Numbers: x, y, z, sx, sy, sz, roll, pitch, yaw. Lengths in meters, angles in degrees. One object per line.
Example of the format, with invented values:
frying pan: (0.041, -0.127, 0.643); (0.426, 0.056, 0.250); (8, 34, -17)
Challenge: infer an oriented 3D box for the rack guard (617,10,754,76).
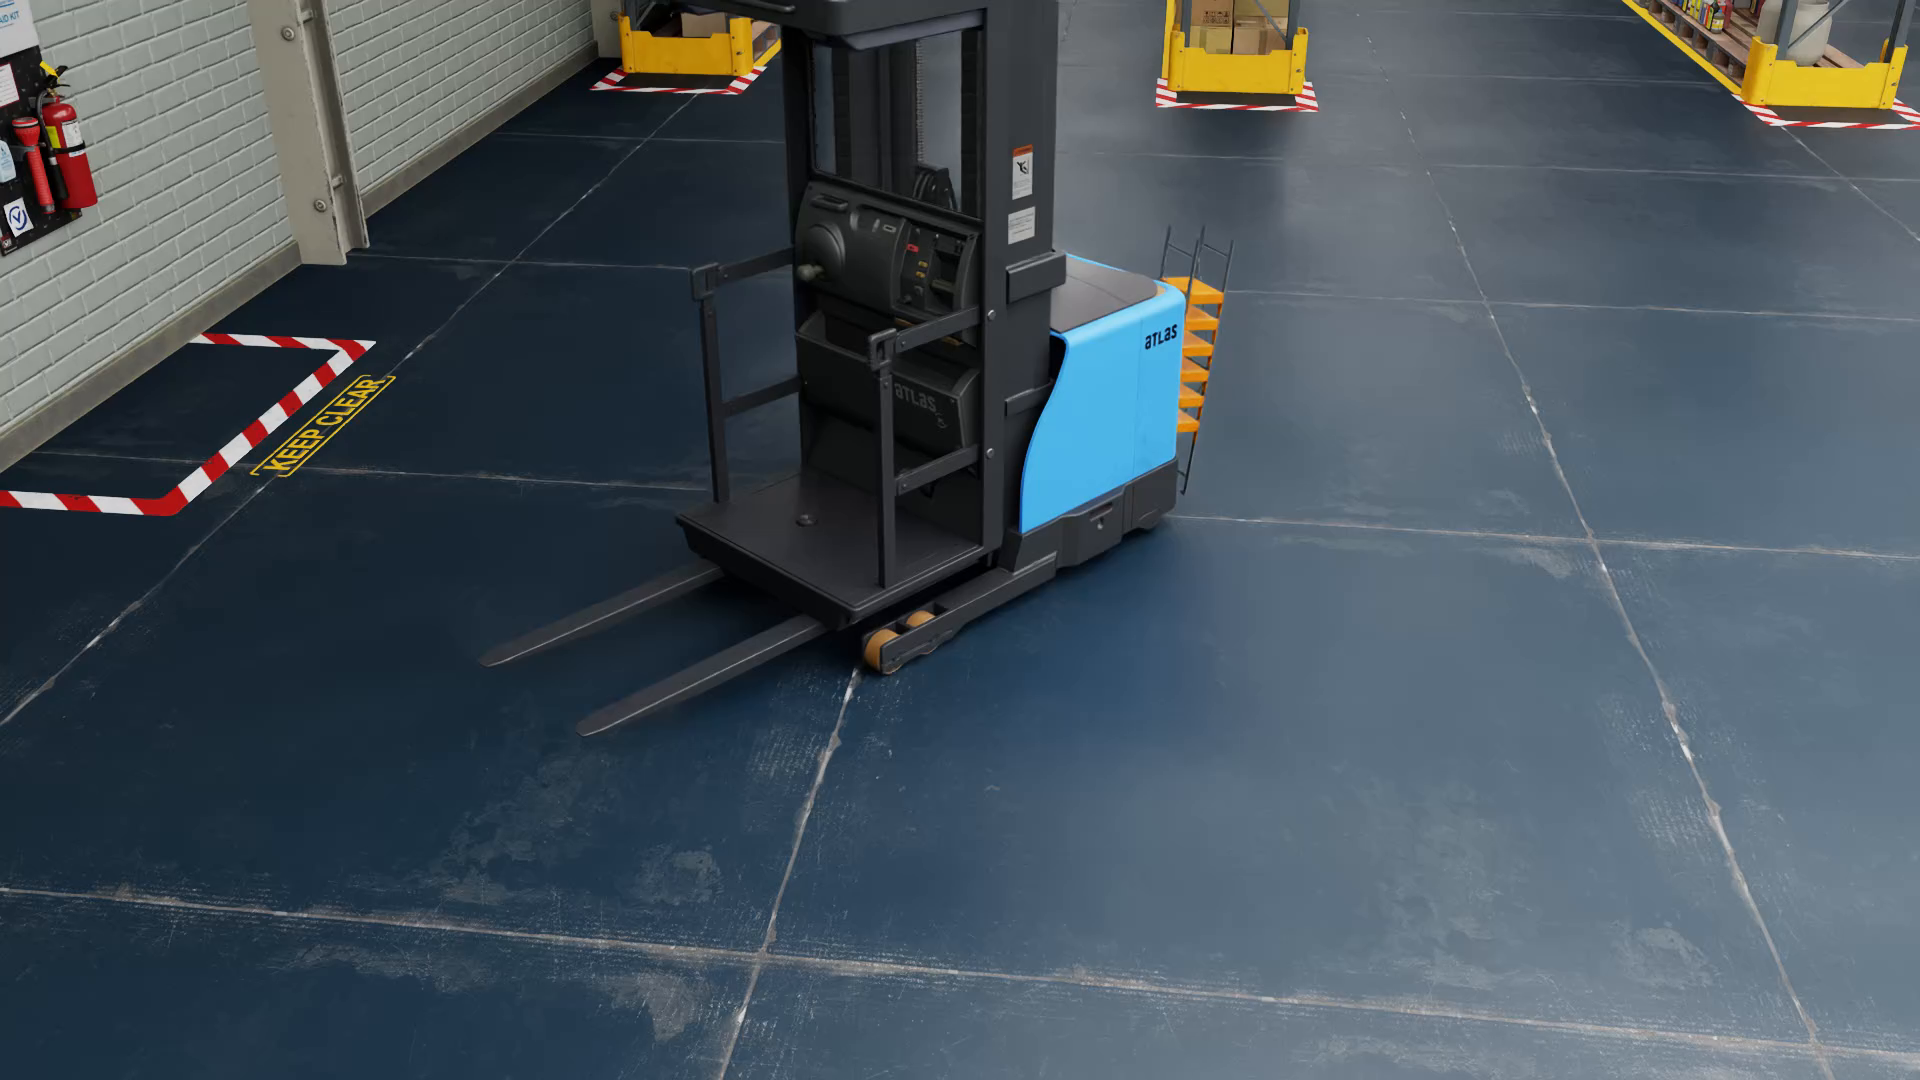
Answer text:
rack guard: (-2.491, -4.531, 15.133); (1.175, 0.500, 0.348); (3, 28, 6)

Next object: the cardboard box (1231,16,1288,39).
cardboard box: (2.760, -4.759, 15.377); (0.500, 0.250, 0.500); (3, 28, 6)

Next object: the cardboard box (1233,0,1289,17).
cardboard box: (2.762, -5.089, 15.199); (0.500, 0.500, 0.500); (3, 28, 6)

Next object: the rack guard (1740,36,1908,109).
rack guard: (7.294, -3.958, 14.070); (1.175, 0.500, 0.348); (3, 28, 6)

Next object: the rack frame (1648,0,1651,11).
rack frame: (7.822, -6.903, 16.900); (1.000, 3.000, 0.127); (3, 28, 6)

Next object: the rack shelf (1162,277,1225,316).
rack shelf: (1.009, -1.075, 7.303); (0.180, 0.103, 0.258); (-6, 28, -27)

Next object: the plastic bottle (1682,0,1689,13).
plastic bottle: (7.226, -5.381, 16.475); (0.061, 0.283, 0.133); (5, 29, 8)

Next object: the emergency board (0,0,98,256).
emergency board: (-4.349, -1.990, 7.781); (0.194, 1.169, 0.643); (3, 28, 6)

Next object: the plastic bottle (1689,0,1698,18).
plastic bottle: (7.236, -5.285, 16.227); (0.144, 0.351, 0.185); (3, 28, 6)

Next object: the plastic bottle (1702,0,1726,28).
plastic bottle: (7.180, -5.022, 15.816); (0.152, 0.276, 0.135); (4, 29, 7)

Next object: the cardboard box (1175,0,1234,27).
cardboard box: (2.187, -4.884, 14.818); (0.500, 0.500, 0.500); (3, 28, 6)

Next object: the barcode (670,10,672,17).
barcode: (-2.721, -4.962, 15.659); (0.001, 0.075, 0.075); (3, 28, 6)

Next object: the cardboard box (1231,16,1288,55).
cardboard box: (2.703, -4.523, 14.940); (0.500, 0.250, 0.500); (3, 28, 6)

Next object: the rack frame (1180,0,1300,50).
rack frame: (2.416, -5.310, 13.943); (1.000, 3.000, 0.127); (3, 28, 6)

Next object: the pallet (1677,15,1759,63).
pallet: (7.551, -4.786, 15.910); (1.003, 0.211, 1.213); (3, 28, 6)

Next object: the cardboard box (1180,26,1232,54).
cardboard box: (2.189, -4.554, 14.996); (0.500, 0.250, 0.500); (3, 28, 6)

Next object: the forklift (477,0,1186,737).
forklift: (-0.435, -1.058, 6.124); (1.130, 2.935, 3.031); (25, 37, 38)

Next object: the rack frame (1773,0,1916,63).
rack frame: (7.332, -5.020, 13.405); (1.000, 3.000, 0.127); (3, 28, 6)

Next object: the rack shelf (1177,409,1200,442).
rack shelf: (0.938, -0.534, 7.554); (0.180, 0.103, 0.258); (-6, 28, -27)

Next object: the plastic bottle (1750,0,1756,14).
plastic bottle: (7.861, -5.332, 16.385); (0.061, 0.283, 0.133); (3, 28, 6)

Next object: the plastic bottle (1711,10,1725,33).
plastic bottle: (7.122, -4.872, 15.617); (0.097, 0.201, 0.097); (0, 28, 0)

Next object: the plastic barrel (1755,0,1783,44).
plastic barrel: (7.398, -4.660, 14.917); (0.421, 0.512, 0.421); (0, 28, 0)

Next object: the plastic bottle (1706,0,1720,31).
plastic bottle: (7.118, -4.964, 15.701); (0.061, 0.283, 0.133); (4, 29, 7)

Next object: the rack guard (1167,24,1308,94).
rack guard: (2.413, -4.198, 14.515); (1.175, 0.500, 0.348); (3, 28, 6)

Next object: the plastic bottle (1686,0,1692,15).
plastic bottle: (7.230, -5.288, 16.389); (0.097, 0.201, 0.097); (0, 28, 0)

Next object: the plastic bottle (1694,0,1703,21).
plastic bottle: (7.213, -5.198, 16.065); (0.144, 0.351, 0.185); (5, 29, 8)

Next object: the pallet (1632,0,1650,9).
pallet: (7.880, -6.047, 18.252); (1.003, 0.211, 1.213); (3, 28, 6)

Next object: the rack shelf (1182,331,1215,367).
rack shelf: (0.981, -0.858, 7.403); (0.180, 0.103, 0.258); (-6, 28, -27)

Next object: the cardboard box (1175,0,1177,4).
cardboard box: (2.295, -5.355, 15.694); (0.500, 0.500, 0.500); (3, 28, 6)

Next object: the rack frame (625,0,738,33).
rack frame: (-2.501, -5.596, 14.474); (1.000, 3.000, 0.127); (3, 28, 6)

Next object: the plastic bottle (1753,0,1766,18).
plastic bottle: (7.836, -5.268, 16.266); (0.061, 0.283, 0.133); (3, 28, 6)

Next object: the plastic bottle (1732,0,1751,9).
plastic bottle: (7.855, -5.484, 16.674); (0.152, 0.276, 0.135); (3, 28, 6)

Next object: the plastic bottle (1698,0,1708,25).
plastic bottle: (7.197, -5.087, 15.937); (0.152, 0.276, 0.135); (3, 28, 5)

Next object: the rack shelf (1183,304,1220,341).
rack shelf: (0.995, -0.966, 7.353); (0.180, 0.103, 0.258); (-6, 28, -27)

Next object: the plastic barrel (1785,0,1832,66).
plastic barrel: (7.337, -4.424, 14.479); (0.421, 0.512, 0.421); (0, 28, 0)

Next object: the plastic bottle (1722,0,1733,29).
plastic bottle: (7.285, -5.019, 15.803); (0.061, 0.283, 0.133); (3, 28, 6)

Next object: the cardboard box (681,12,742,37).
cardboard box: (-2.327, -4.926, 15.602); (0.500, 0.311, 0.500); (0, 28, 0)

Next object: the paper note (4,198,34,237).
paper note: (-4.439, -1.523, 7.843); (0.016, 0.148, 0.142); (3, 28, 6)

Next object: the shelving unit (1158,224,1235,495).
shelving unit: (0.972, -0.790, 7.435); (0.189, 1.200, 0.258); (-6, 28, -27)

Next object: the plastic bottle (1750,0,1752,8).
plastic bottle: (8.005, -5.520, 16.663); (0.144, 0.351, 0.185); (2, 28, 4)

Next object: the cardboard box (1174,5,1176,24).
cardboard box: (2.238, -4.790, 15.434); (0.500, 0.250, 0.500); (3, 28, 6)

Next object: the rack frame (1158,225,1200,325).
rack frame: (0.891, -0.782, 7.393); (0.006, 1.200, 0.240); (-6, 28, -27)

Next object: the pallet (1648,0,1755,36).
pallet: (7.698, -5.361, 16.979); (1.003, 0.211, 1.213); (3, 28, 6)

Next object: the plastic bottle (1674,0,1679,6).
plastic bottle: (7.311, -5.574, 16.764); (0.144, 0.351, 0.185); (4, 29, 8)

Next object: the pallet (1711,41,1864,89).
pallet: (7.399, -4.213, 14.847); (1.003, 0.211, 1.213); (3, 28, 6)

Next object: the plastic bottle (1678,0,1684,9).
plastic bottle: (7.288, -5.486, 16.599); (0.144, 0.351, 0.185); (2, 28, 4)

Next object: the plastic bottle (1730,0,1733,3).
plastic bottle: (7.886, -5.619, 16.846); (0.144, 0.351, 0.185); (3, 28, 6)

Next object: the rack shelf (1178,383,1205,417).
rack shelf: (0.952, -0.642, 7.503); (0.180, 0.103, 0.258); (-6, 28, -27)

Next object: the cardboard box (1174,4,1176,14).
cardboard box: (2.297, -5.025, 15.871); (0.500, 0.250, 0.500); (3, 28, 6)

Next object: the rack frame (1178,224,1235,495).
rack frame: (1.053, -0.799, 7.477); (0.006, 1.200, 0.240); (-6, 28, -27)

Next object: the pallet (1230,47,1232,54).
pallet: (2.468, -4.444, 15.277); (1.003, 0.211, 1.213); (3, 28, 6)

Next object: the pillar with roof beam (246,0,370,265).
pillar with roof beam: (0.264, -5.542, 8.049); (9.100, 9.000, 0.400); (3, 28, 6)

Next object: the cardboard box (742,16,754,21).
cardboard box: (-2.257, -5.194, 16.100); (0.500, 0.311, 0.500); (6, 29, 10)

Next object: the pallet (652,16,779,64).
pallet: (-2.357, -4.784, 15.908); (1.003, 0.211, 1.213); (3, 28, 6)

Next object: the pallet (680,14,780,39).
pallet: (-2.205, -5.357, 16.971); (1.003, 0.211, 1.213); (3, 28, 6)

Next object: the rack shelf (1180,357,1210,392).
rack shelf: (0.966, -0.750, 7.453); (0.180, 0.103, 0.258); (-6, 28, -27)

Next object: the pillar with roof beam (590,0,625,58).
pillar with roof beam: (0.999, -8.366, 13.292); (9.100, 9.000, 0.400); (3, 28, 6)

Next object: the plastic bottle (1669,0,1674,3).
plastic bottle: (7.335, -5.619, 16.925); (0.152, 0.276, 0.135); (4, 29, 8)
